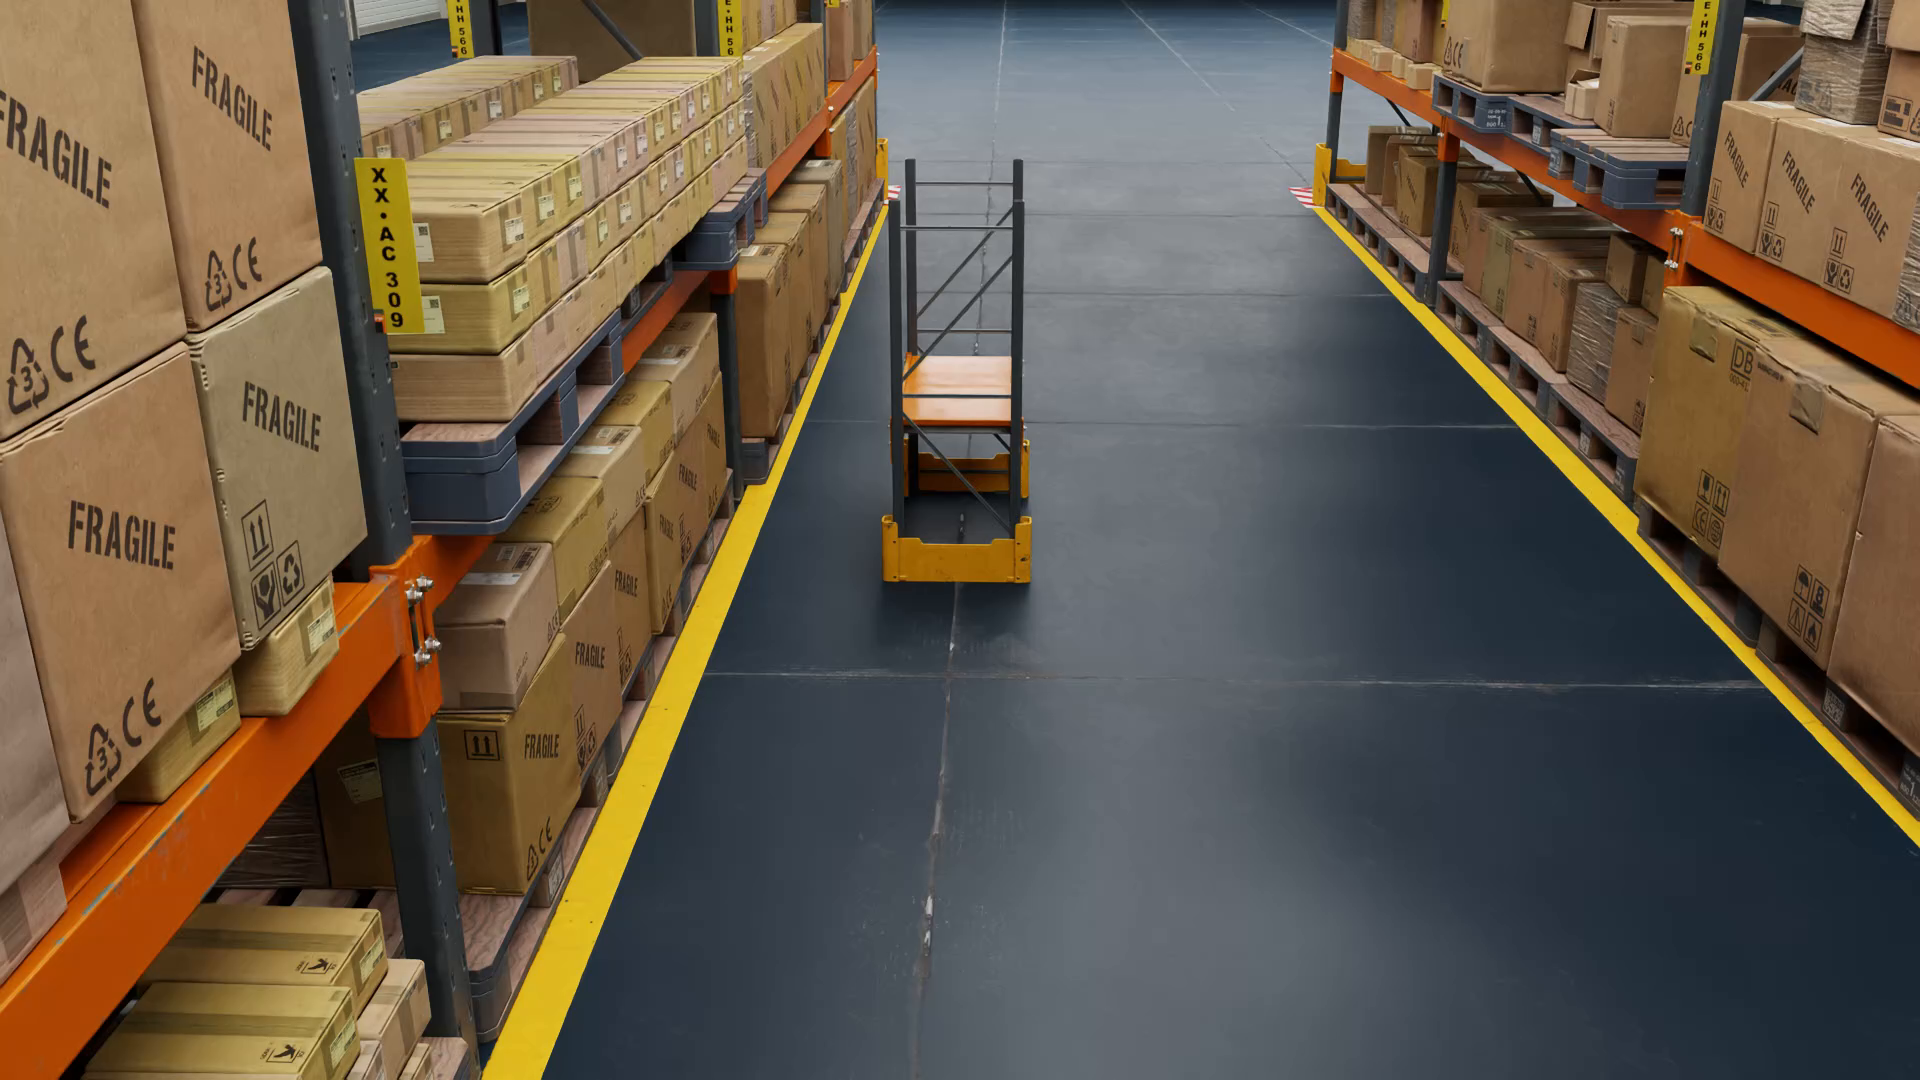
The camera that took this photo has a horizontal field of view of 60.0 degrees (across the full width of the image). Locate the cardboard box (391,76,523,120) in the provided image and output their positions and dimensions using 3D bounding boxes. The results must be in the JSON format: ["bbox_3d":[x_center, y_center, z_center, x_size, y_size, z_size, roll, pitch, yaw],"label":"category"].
[{"bbox_3d":[-1.715,-1.499,5.689,0.380,0.149,0.250,0,21,-1],"label":"cardboard box"}]

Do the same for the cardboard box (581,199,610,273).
[{"bbox_3d":[-1.111,-0.779,4.245,0.380,0.149,0.250,0,21,-1],"label":"cardboard box"}]

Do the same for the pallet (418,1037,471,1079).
[{"bbox_3d":[-1.588,1.400,3.129,1.003,0.211,1.213,1,21,2],"label":"pallet"}]

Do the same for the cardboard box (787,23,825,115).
[{"bbox_3d":[-1.109,-2.891,10.194,0.500,0.500,0.500,1,21,1],"label":"cardboard box"}]

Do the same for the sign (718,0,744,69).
[{"bbox_3d":[-0.939,-2.090,6.777,0.100,0.325,0.005,1,21,2],"label":"sign"}]

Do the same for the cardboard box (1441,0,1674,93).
[{"bbox_3d":[3.430,-3.134,9.550,1.000,1.000,1.000,1,21,2],"label":"cardboard box"}]

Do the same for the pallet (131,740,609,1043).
[{"bbox_3d":[-1.581,0.875,4.481,1.003,0.211,1.213,1,21,2],"label":"pallet"}]

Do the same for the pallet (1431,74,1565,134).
[{"bbox_3d":[3.426,-2.580,9.798,1.003,0.211,1.213,1,21,2],"label":"pallet"}]

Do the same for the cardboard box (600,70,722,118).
[{"bbox_3d":[-1.056,-1.578,5.892,0.380,0.149,0.250,1,21,3],"label":"cardboard box"}]

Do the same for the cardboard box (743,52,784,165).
[{"bbox_3d":[-1.170,-2.162,8.315,0.500,0.500,0.500,1,21,2],"label":"cardboard box"}]

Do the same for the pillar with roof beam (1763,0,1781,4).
[{"bbox_3d":[16.022,-17.656,40.093,9.100,9.000,0.400,1,21,2],"label":"pillar with roof beam"}]

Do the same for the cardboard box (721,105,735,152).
[{"bbox_3d":[-1.048,-1.527,6.172,0.380,0.149,0.250,1,21,4],"label":"cardboard box"}]

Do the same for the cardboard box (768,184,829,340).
[{"bbox_3d":[-1.322,-1.608,9.557,1.050,0.750,0.750,1,21,2],"label":"cardboard box"}]

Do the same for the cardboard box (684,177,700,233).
[{"bbox_3d":[-1.072,-1.114,5.521,0.380,0.149,0.250,0,21,-1],"label":"cardboard box"}]

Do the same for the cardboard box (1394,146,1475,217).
[{"bbox_3d":[3.659,-2.753,12.852,0.500,0.500,0.500,3,21,7],"label":"cardboard box"}]

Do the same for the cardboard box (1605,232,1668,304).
[{"bbox_3d":[3.469,-1.322,8.100,0.500,0.250,0.500,3,21,8],"label":"cardboard box"}]

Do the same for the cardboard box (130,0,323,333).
[{"bbox_3d":[-1.347,-0.622,2.553,0.500,0.500,0.500,0,21,0],"label":"cardboard box"}]

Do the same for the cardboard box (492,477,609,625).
[{"bbox_3d":[-1.303,0.020,4.669,0.500,0.250,0.500,1,21,3],"label":"cardboard box"}]

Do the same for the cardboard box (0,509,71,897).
[{"bbox_3d":[-1.369,0.217,1.773,0.500,0.500,0.500,1,21,1],"label":"cardboard box"}]

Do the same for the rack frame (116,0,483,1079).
[{"bbox_3d":[-1.603,-0.143,3.251,1.000,3.000,0.127,1,21,2],"label":"rack frame"}]

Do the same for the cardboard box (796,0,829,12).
[{"bbox_3d":[-1.314,-3.742,10.826,0.875,0.550,0.550,1,21,2],"label":"cardboard box"}]

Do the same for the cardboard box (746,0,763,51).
[{"bbox_3d":[-1.415,-2.818,8.623,0.700,0.500,0.500,0,21,1],"label":"cardboard box"}]

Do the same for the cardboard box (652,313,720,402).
[{"bbox_3d":[-1.240,-0.719,6.574,0.500,0.250,0.500,0,21,0],"label":"cardboard box"}]

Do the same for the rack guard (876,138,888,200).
[{"bbox_3d":[-1.238,-3.325,14.908,1.175,0.500,0.348,1,21,2],"label":"rack guard"}]

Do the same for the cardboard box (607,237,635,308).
[{"bbox_3d":[-1.102,-0.733,4.537,0.380,0.149,0.250,0,21,-1],"label":"cardboard box"}]

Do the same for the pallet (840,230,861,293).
[{"bbox_3d":[-1.259,-2.010,11.917,1.003,0.211,1.213,1,21,2],"label":"pallet"}]

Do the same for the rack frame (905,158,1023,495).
[{"bbox_3d":[0.018,-0.914,7.311,0.500,1.500,0.032,1,21,2],"label":"rack frame"}]

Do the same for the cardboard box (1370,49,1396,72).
[{"bbox_3d":[3.327,-3.632,12.590,0.380,0.149,0.250,1,21,2],"label":"cardboard box"}]

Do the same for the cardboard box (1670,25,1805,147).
[{"bbox_3d":[3.449,-1.936,7.154,0.500,0.500,0.500,-2,21,-5],"label":"cardboard box"}]

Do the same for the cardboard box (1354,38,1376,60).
[{"bbox_3d":[3.420,-3.993,13.520,0.380,0.149,0.250,1,21,2],"label":"cardboard box"}]

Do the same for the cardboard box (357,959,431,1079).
[{"bbox_3d":[-1.295,0.969,3.334,0.380,0.149,0.250,1,21,3],"label":"cardboard box"}]

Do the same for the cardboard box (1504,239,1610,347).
[{"bbox_3d":[3.504,-1.388,9.307,0.700,0.500,0.500,-1,21,-3],"label":"cardboard box"}]

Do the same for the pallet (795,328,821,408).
[{"bbox_3d":[-1.343,-1.014,9.349,1.003,0.211,1.213,1,21,2],"label":"pallet"}]

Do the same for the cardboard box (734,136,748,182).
[{"bbox_3d":[-1.037,-1.485,6.475,0.380,0.149,0.250,1,21,3],"label":"cardboard box"}]

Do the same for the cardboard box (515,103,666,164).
[{"bbox_3d":[-1.089,-1.202,4.923,0.380,0.149,0.250,1,21,3],"label":"cardboard box"}]

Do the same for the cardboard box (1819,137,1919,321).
[{"bbox_3d":[3.161,-1.000,5.322,0.500,0.500,0.500,0,21,1],"label":"cardboard box"}]

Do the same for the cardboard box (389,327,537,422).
[{"bbox_3d":[-1.132,-0.359,3.575,0.380,0.149,0.250,0,21,-1],"label":"cardboard box"}]

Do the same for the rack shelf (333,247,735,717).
[{"bbox_3d":[-1.543,-0.531,5.245,1.077,0.370,4.000,1,21,2],"label":"rack shelf"}]

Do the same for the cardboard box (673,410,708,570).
[{"bbox_3d":[-1.260,-0.191,6.250,0.500,0.500,0.500,1,21,4],"label":"cardboard box"}]

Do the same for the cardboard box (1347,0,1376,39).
[{"bbox_3d":[3.672,-4.377,13.615,0.875,0.500,0.500,1,21,2],"label":"cardboard box"}]

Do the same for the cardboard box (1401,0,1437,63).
[{"bbox_3d":[3.635,-3.654,11.750,0.875,0.500,0.500,1,21,2],"label":"cardboard box"}]

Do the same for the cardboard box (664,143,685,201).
[{"bbox_3d":[-1.079,-1.157,5.219,0.380,0.149,0.250,1,21,3],"label":"cardboard box"}]

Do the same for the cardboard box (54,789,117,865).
[{"bbox_3d":[-1.421,0.363,2.295,0.380,0.149,0.250,0,21,0],"label":"cardboard box"}]

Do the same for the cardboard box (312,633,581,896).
[{"bbox_3d":[-1.316,0.562,4.308,0.500,0.500,0.500,1,21,4],"label":"cardboard box"}]

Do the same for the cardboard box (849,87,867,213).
[{"bbox_3d":[-1.218,-3.123,13.288,0.875,0.875,0.875,0,21,1],"label":"cardboard box"}]

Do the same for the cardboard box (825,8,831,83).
[{"bbox_3d":[-1.367,-3.438,11.536,0.875,0.550,0.550,1,21,2],"label":"cardboard box"}]

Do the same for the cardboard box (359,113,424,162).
[{"bbox_3d":[-1.746,-1.118,4.707,0.380,0.149,0.250,0,21,-1],"label":"cardboard box"}]

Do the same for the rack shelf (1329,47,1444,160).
[{"bbox_3d":[3.655,-3.332,12.465,1.077,0.370,4.000,1,21,2],"label":"rack shelf"}]

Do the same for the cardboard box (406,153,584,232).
[{"bbox_3d":[-1.119,-0.830,3.966,0.380,0.149,0.250,1,21,2],"label":"cardboard box"}]

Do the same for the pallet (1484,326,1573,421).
[{"bbox_3d":[3.538,-0.921,9.110,1.003,0.211,1.213,1,21,2],"label":"pallet"}]

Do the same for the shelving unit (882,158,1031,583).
[{"bbox_3d":[0.002,-0.727,6.829,0.587,1.500,1.083,1,21,2],"label":"shelving unit"}]

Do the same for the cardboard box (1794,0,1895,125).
[{"bbox_3d":[3.434,-1.748,5.863,0.797,0.503,0.637,1,21,3],"label":"cardboard box"}]

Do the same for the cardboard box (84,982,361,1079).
[{"bbox_3d":[-1.322,0.937,3.005,0.380,0.149,0.250,1,21,2],"label":"cardboard box"}]
